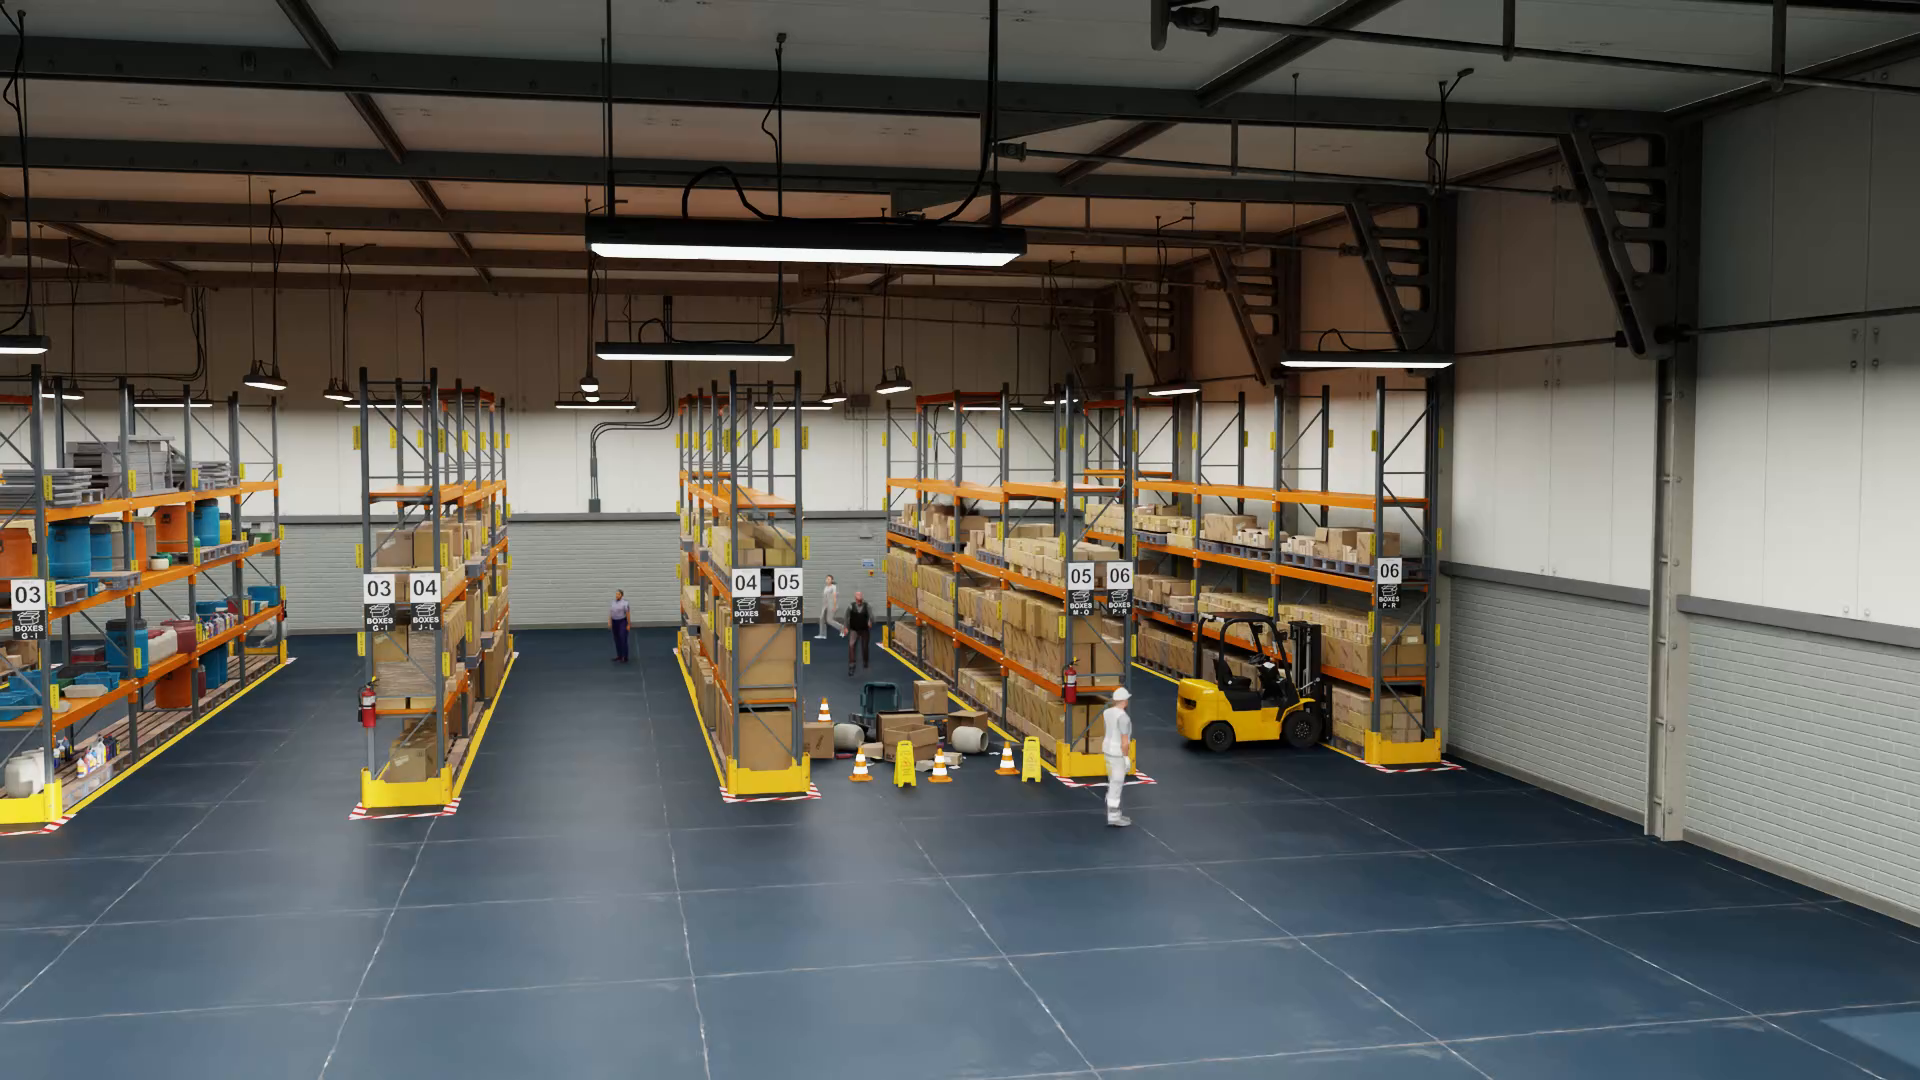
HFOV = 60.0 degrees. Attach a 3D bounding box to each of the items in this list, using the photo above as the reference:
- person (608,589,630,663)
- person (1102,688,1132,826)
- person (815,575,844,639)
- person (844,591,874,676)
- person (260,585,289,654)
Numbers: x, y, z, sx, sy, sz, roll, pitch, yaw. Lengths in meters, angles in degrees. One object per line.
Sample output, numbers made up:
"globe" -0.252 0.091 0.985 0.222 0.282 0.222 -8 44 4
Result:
"person" -7.772 1.951 37.759 0.563 1.672 0.494 2 4 25
"person" 2.091 2.818 21.674 0.438 1.801 0.597 -1 4 -20
"person" -3.247 1.683 41.855 0.786 1.630 0.529 -1 4 -20
"person" -2.149 1.985 35.203 0.678 1.678 0.878 1 4 14
"person" -15.986 1.850 38.840 0.653 1.650 0.521 1 4 23
